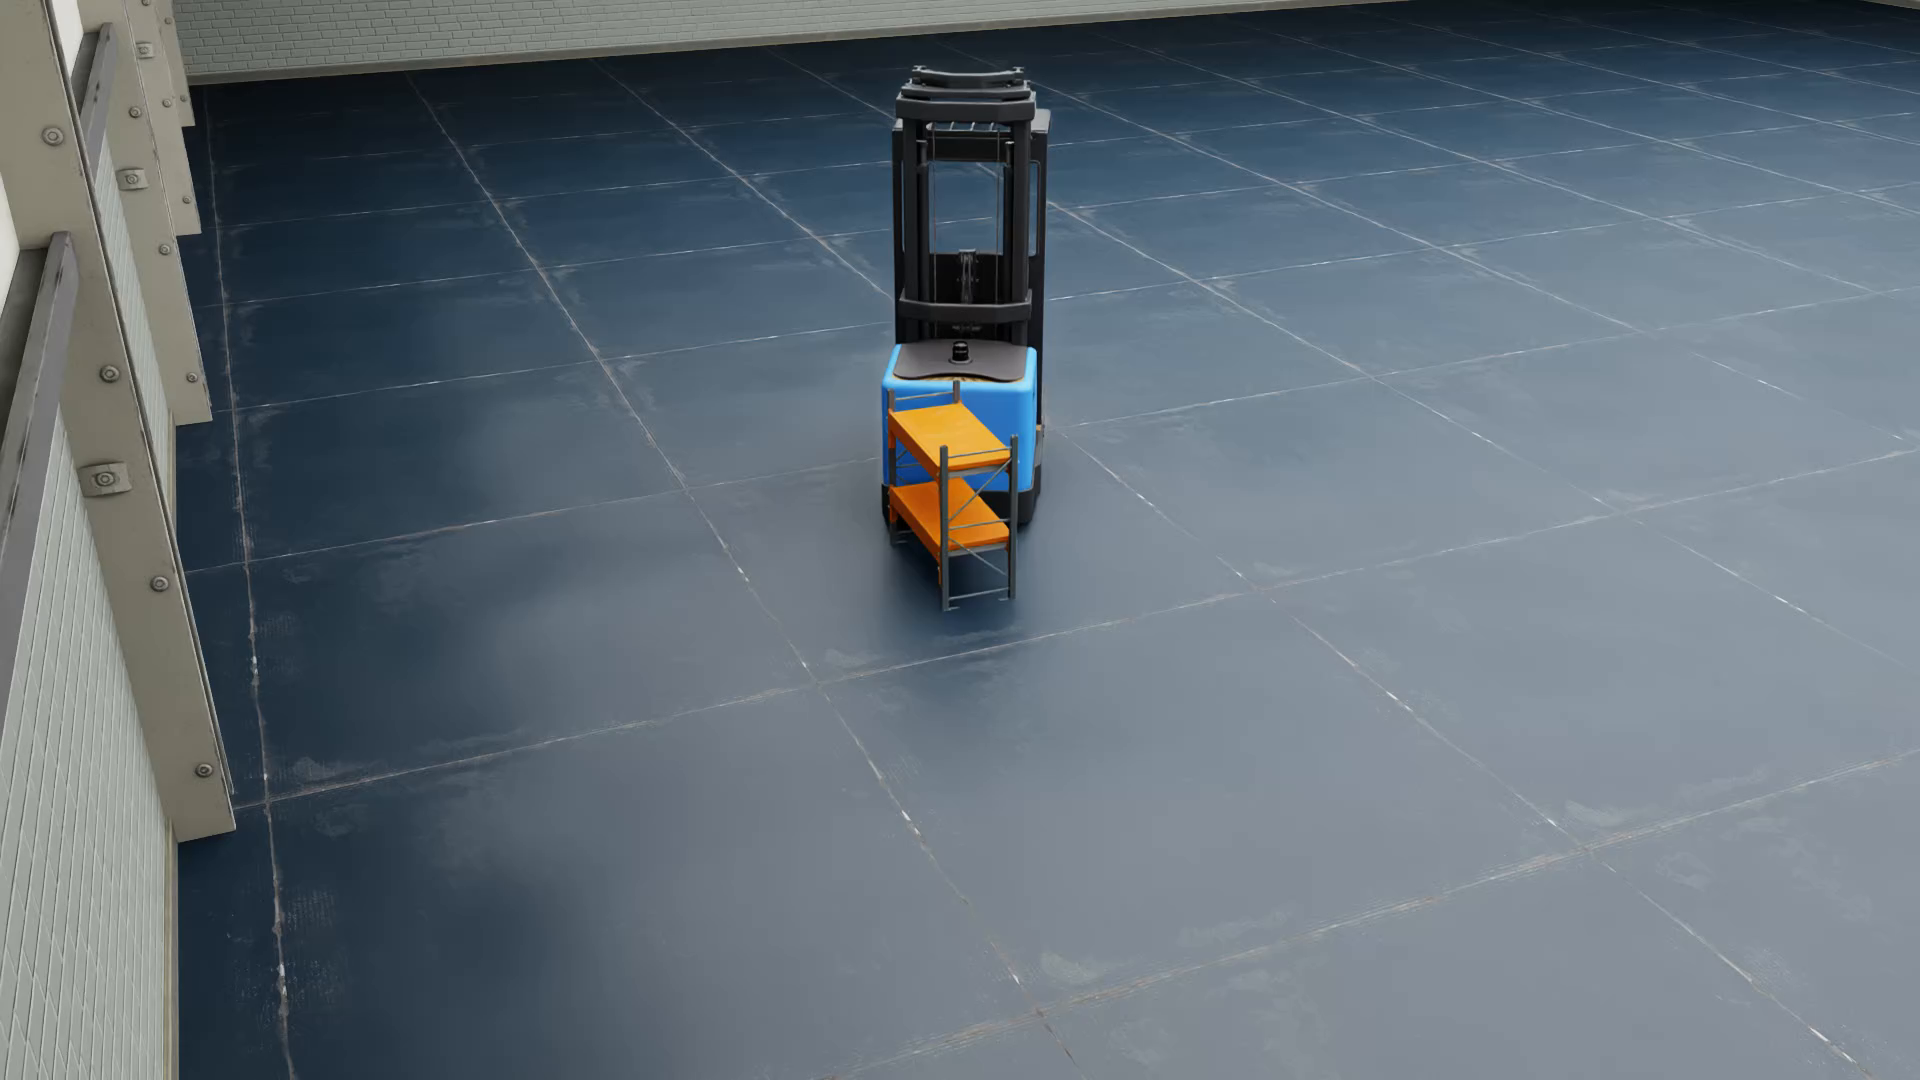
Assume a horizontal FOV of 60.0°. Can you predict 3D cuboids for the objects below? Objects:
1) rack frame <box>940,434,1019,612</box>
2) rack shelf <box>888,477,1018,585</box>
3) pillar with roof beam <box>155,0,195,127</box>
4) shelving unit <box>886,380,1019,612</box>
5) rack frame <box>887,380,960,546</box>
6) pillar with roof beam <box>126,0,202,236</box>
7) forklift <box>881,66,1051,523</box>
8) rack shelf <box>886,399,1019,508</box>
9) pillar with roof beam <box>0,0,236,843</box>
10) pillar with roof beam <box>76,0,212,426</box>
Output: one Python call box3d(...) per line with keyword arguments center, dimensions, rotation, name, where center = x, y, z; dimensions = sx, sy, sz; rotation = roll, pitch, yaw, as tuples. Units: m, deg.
box3d(center=(0.117, -0.095, 10.308), dimensions=(0.500, 1.125, 0.032), rotation=(-9, 28, -18), name="rack frame")
box3d(center=(-0.060, -0.084, 10.843), dimensions=(0.538, 0.278, 1.000), rotation=(-9, 28, -18), name="rack shelf")
box3d(center=(-6.964, -10.639, 22.929), dimensions=(9.100, 9.000, 0.400), rotation=(-11, 28, -21), name="pillar with roof beam")
box3d(center=(-0.060, -0.304, 10.736), dimensions=(0.538, 1.125, 1.048), rotation=(-9, 28, -18), name="shelving unit")
box3d(center=(-0.237, -0.513, 11.164), dimensions=(0.500, 1.125, 0.032), rotation=(-9, 28, -18), name="rack frame")
box3d(center=(-4.615, -8.217, 17.968), dimensions=(9.100, 9.000, 0.400), rotation=(-11, 28, -21), name="pillar with roof beam")
box3d(center=(0.088, -2.043, 12.239), dimensions=(1.130, 2.935, 3.031), rotation=(2, 26, 4), name="forklift")
box3d(center=(-0.060, -0.567, 10.608), dimensions=(0.538, 0.278, 1.000), rotation=(-9, 28, -18), name="rack shelf")
box3d(center=(0.085, -3.372, 8.046), dimensions=(9.100, 9.000, 0.400), rotation=(-11, 28, -21), name="pillar with roof beam")
box3d(center=(-2.265, -5.794, 13.007), dimensions=(9.100, 9.000, 0.400), rotation=(-11, 28, -21), name="pillar with roof beam")
